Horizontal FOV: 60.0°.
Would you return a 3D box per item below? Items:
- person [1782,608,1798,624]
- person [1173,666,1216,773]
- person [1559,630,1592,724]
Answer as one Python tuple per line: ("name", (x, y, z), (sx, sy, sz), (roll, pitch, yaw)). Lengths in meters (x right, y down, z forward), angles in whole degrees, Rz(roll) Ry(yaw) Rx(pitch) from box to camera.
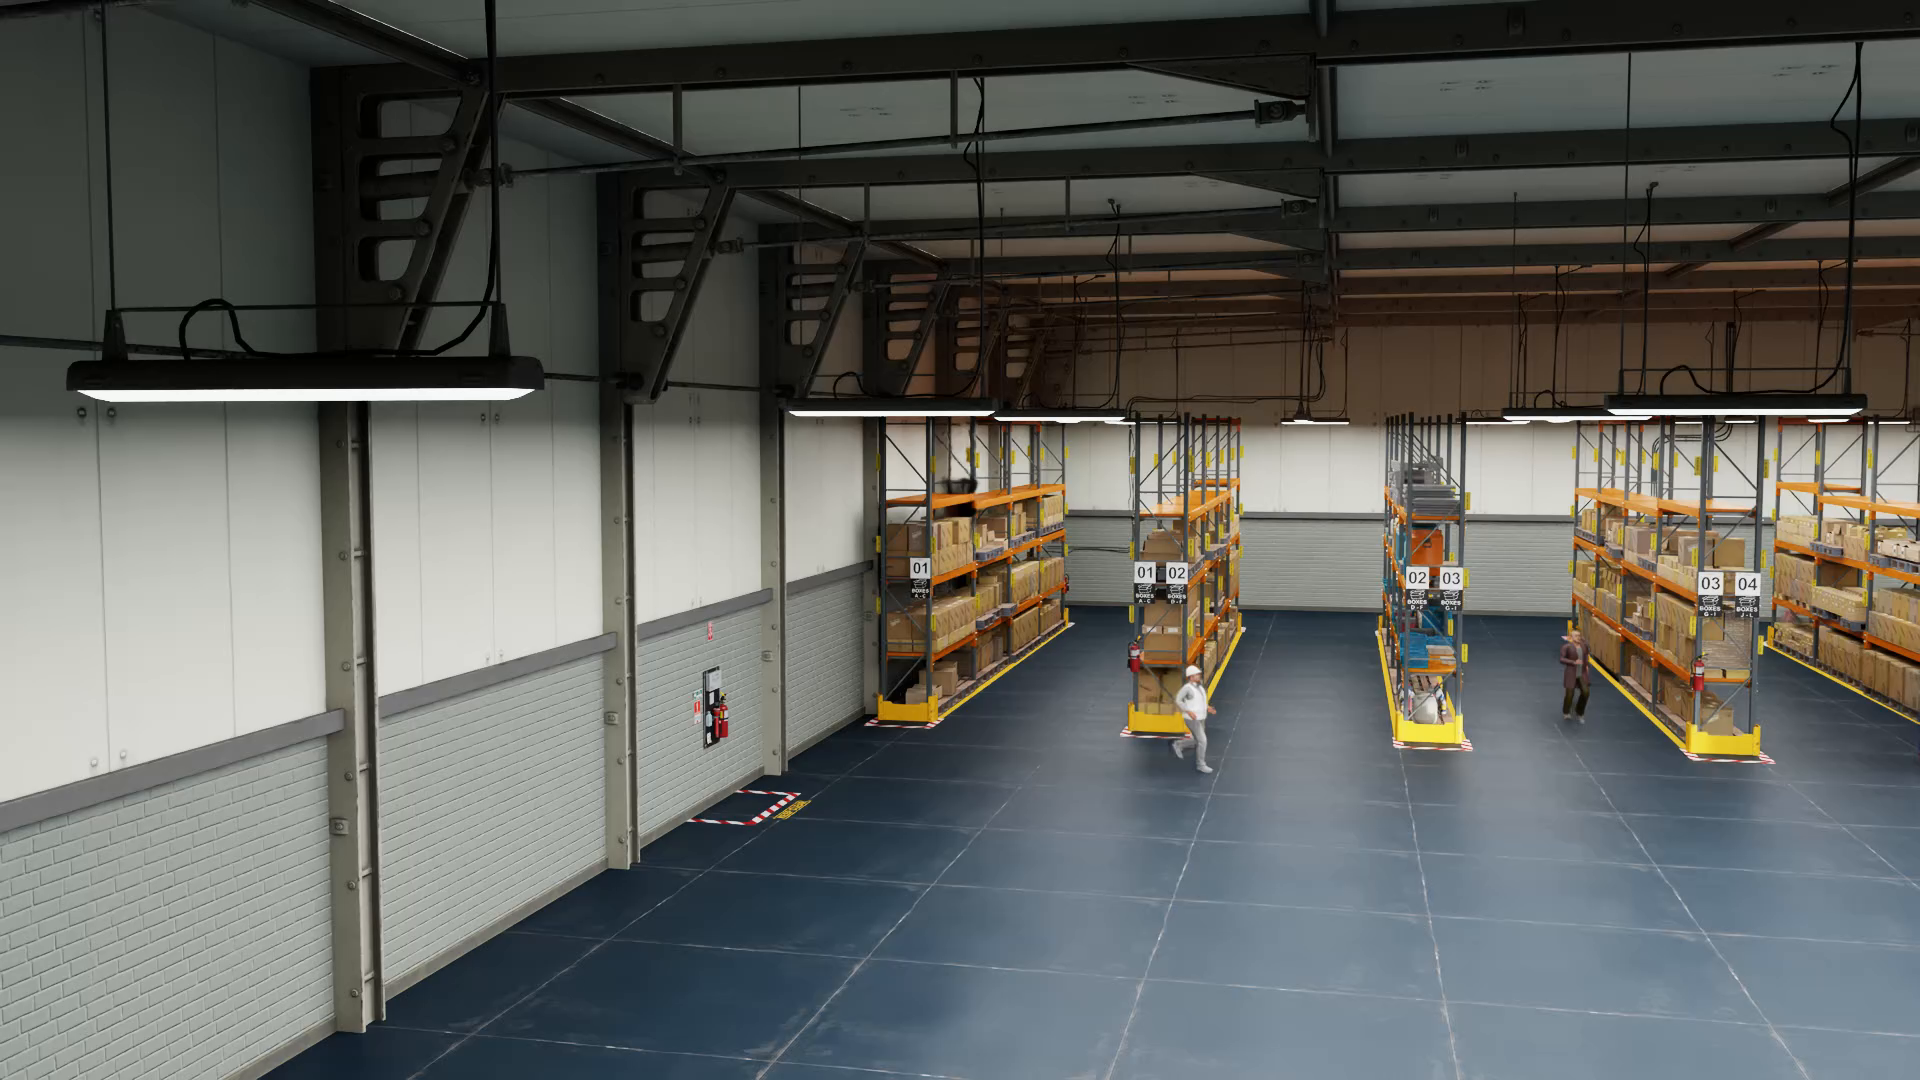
("person", (22.499, 1.877, 44.854), (0.585, 1.617, 0.579), (0, 4, -7))
("person", (3.881, 2.981, 27.812), (0.805, 1.759, 0.662), (3, 5, 36))
("person", (11.925, 2.702, 32.229), (0.699, 1.763, 0.812), (0, 4, -2))
